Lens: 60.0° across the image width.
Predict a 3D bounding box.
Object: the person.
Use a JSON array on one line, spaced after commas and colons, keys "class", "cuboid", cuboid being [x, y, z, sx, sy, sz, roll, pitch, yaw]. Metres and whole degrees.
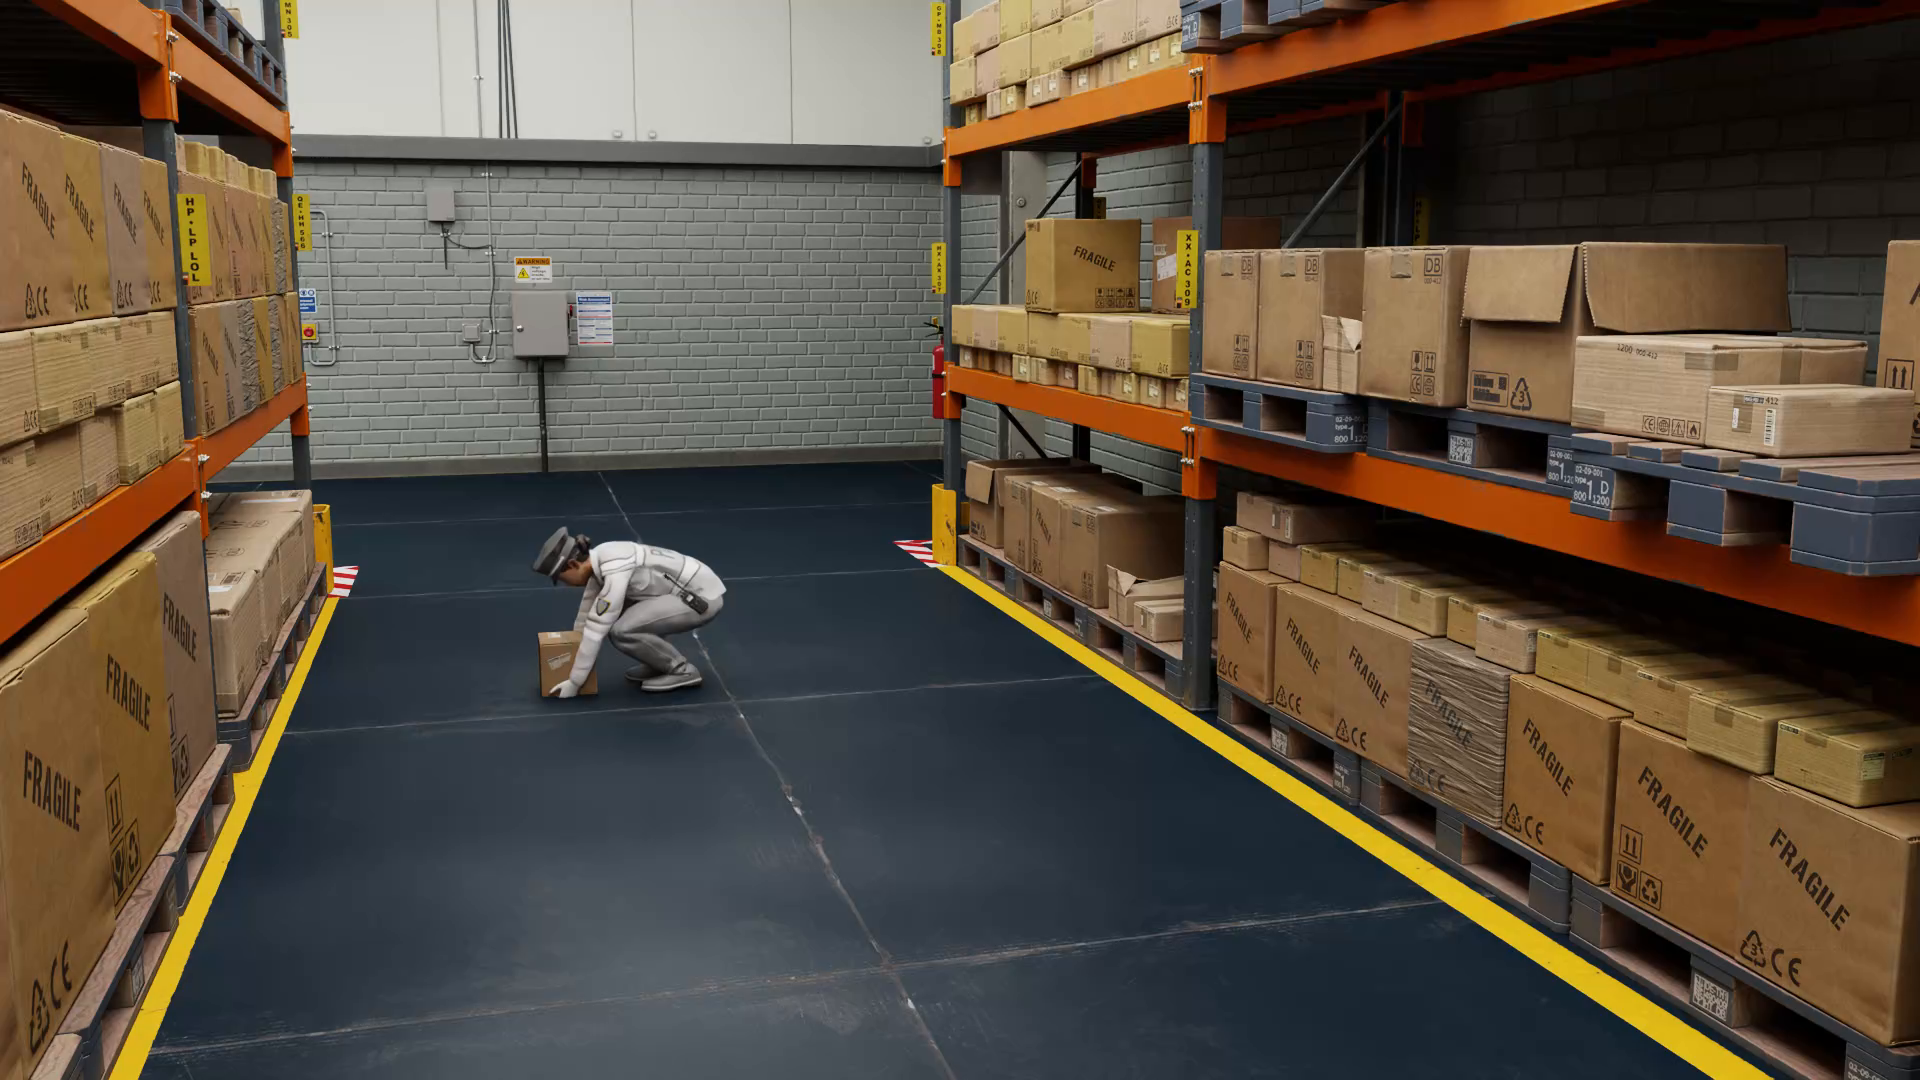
[{"class": "person", "cuboid": [-1.595, 0.311, 7.739, 0.772, 0.784, 0.409, -3, 10, -17]}]
